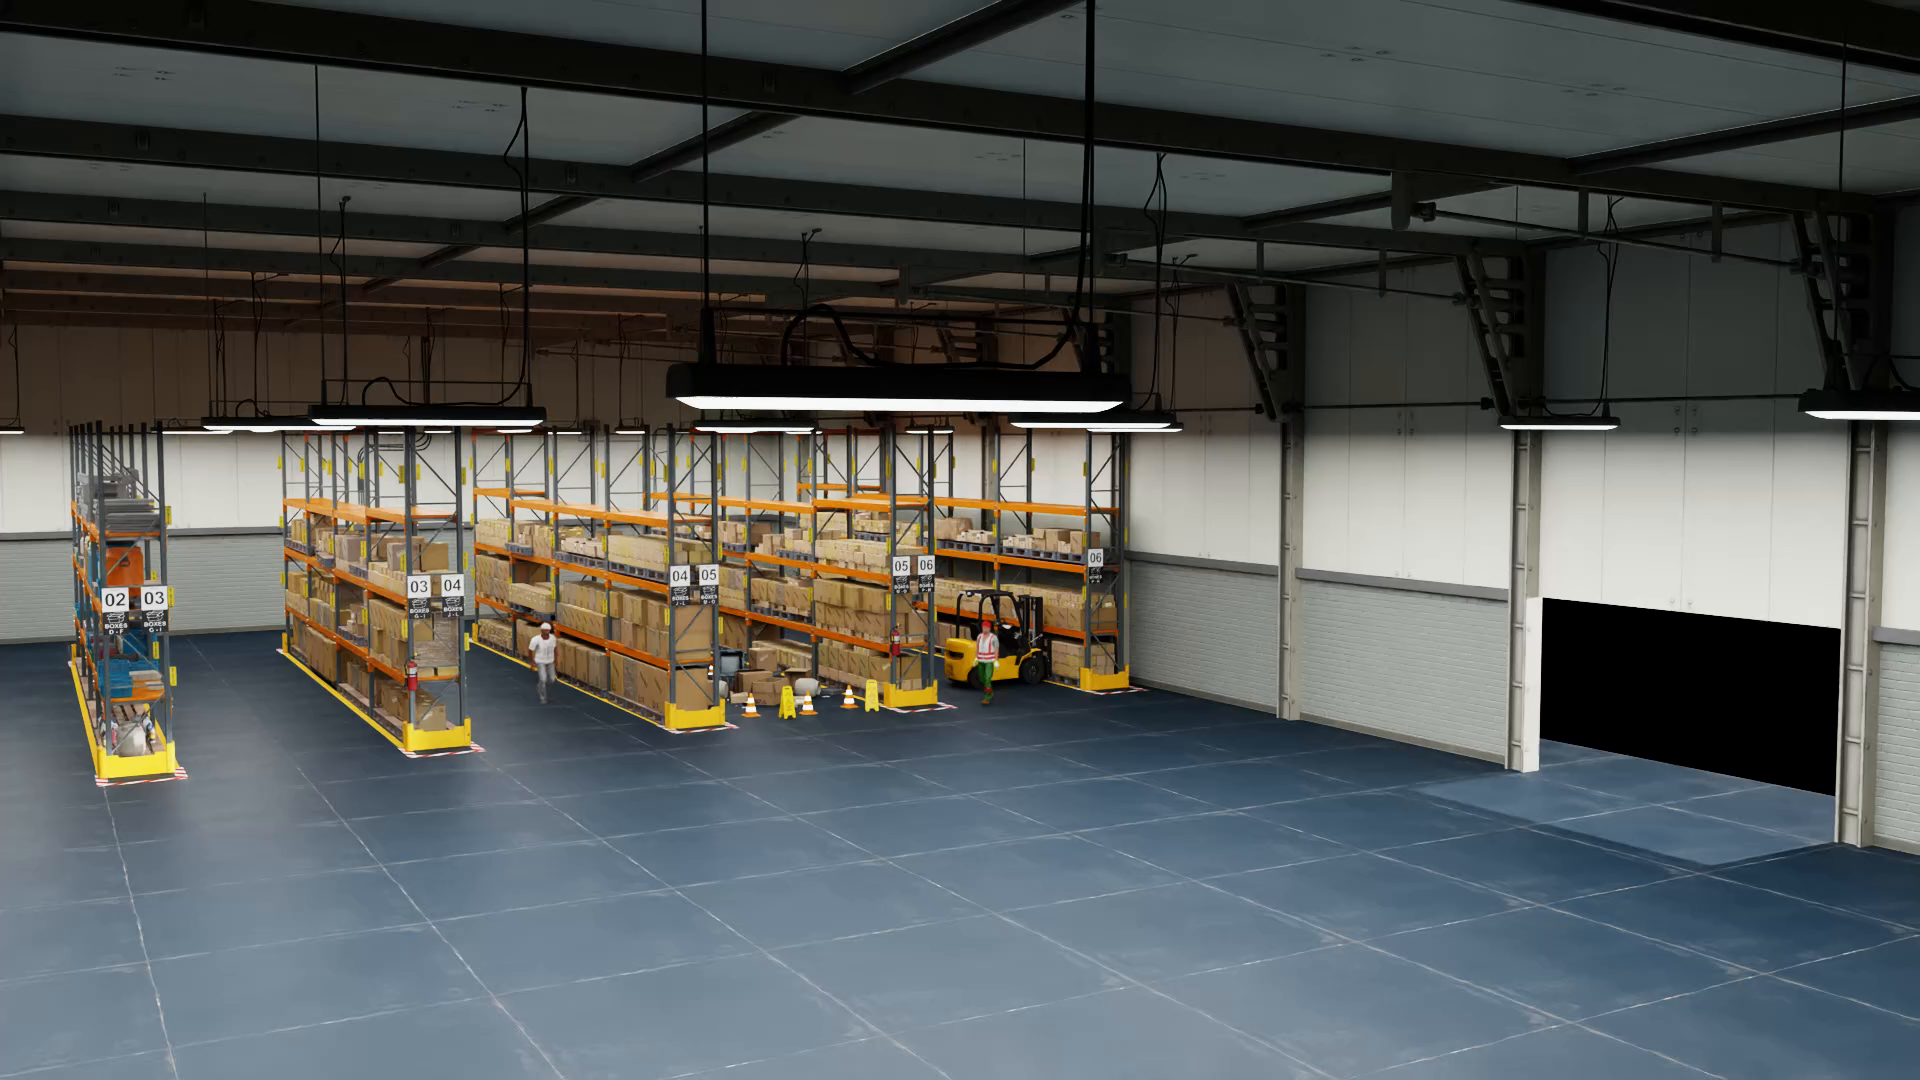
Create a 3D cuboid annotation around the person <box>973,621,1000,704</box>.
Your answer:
[{"bbox_3d":[0.593,2.621,35.879,0.520,1.776,0.854,2,4,34],"label":"person"}]

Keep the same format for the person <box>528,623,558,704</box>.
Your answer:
[{"bbox_3d":[-9.025,2.639,35.924,0.659,1.743,0.650,-3,5,-44],"label":"person"}]
